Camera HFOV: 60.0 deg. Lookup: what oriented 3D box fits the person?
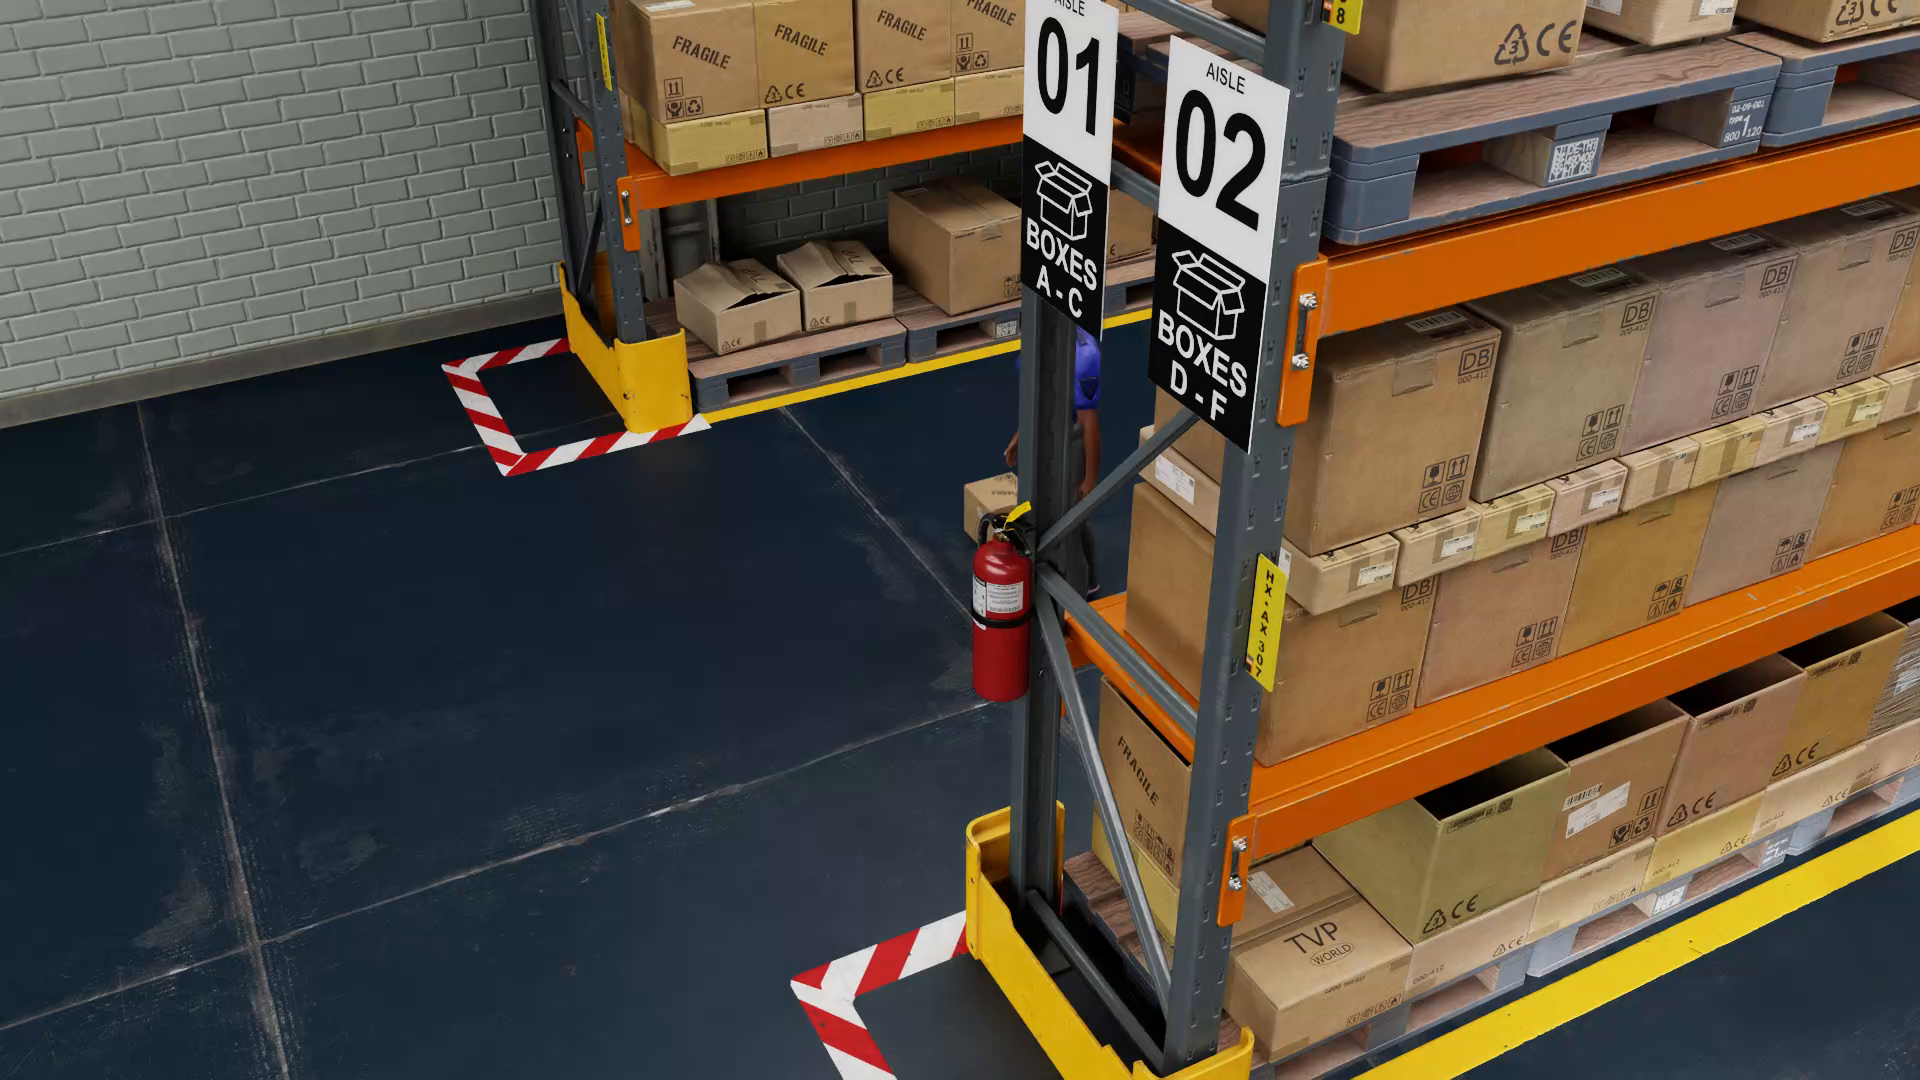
[{"bbox_3d":[0.415,-0.372,6.702,0.440,1.663,0.640,-7,34,-10],"label":"person"}]
